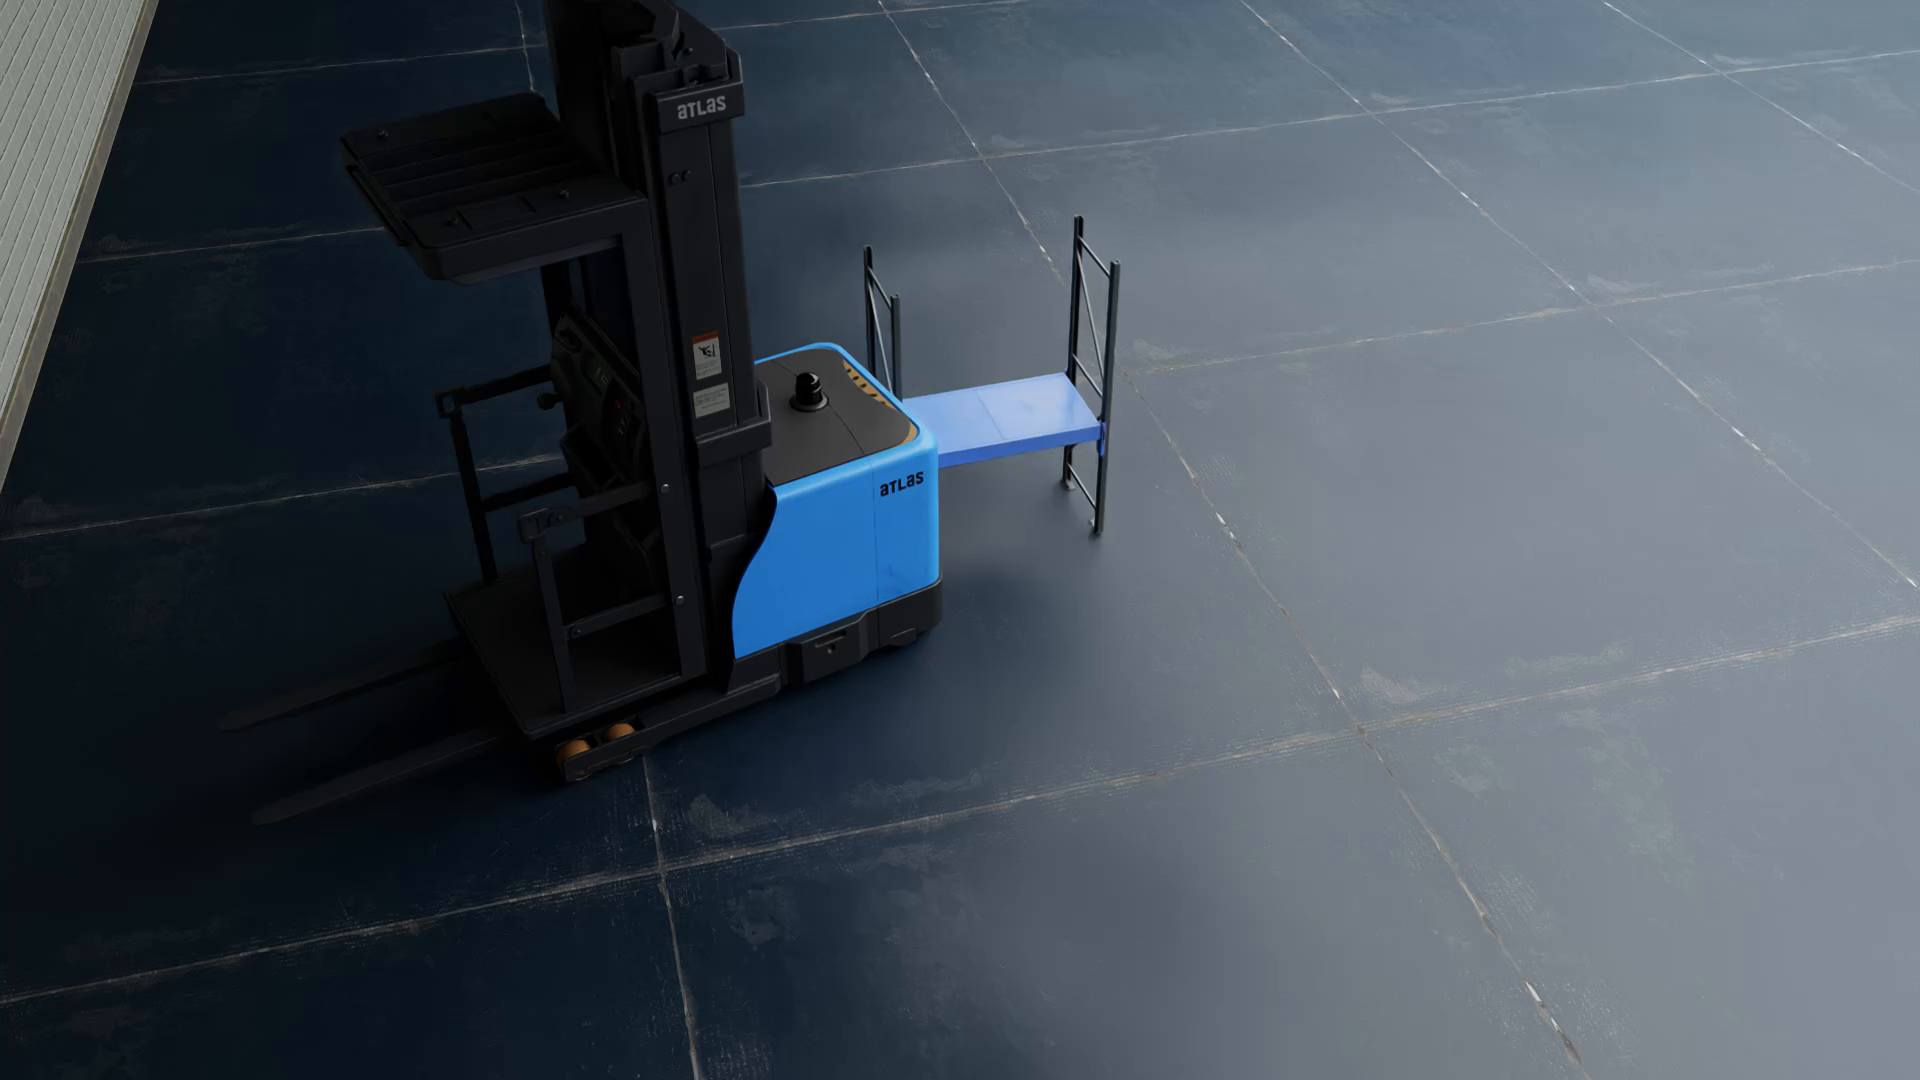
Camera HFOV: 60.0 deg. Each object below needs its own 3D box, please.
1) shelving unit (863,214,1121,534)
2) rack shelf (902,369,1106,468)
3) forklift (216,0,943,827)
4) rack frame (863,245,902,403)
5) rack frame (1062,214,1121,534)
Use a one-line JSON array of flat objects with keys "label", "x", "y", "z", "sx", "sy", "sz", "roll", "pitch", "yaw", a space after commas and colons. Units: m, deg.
[{"label": "shelving unit", "x": 0.138, "y": -0.680, "z": 7.884, "sx": 1.048, "sy": 1.500, "sz": 0.538, "roll": -11, "pitch": 39, "yaw": -14}, {"label": "rack shelf", "x": 0.138, "y": -0.537, "z": 7.993, "sx": 1.000, "sy": 0.185, "sz": 0.538, "roll": -11, "pitch": 39, "yaw": -14}, {"label": "forklift", "x": -1.607, "y": -0.532, "z": 6.513, "sx": 3.031, "sy": 2.935, "sz": 1.130, "roll": -20, "pitch": 42, "yaw": -24}, {"label": "rack frame", "x": -0.347, "y": -0.587, "z": 7.763, "sx": 0.032, "sy": 1.500, "sz": 0.500, "roll": -11, "pitch": 39, "yaw": -14}, {"label": "rack frame", "x": 0.622, "y": -0.773, "z": 8.005, "sx": 0.032, "sy": 1.500, "sz": 0.500, "roll": -11, "pitch": 39, "yaw": -14}]
